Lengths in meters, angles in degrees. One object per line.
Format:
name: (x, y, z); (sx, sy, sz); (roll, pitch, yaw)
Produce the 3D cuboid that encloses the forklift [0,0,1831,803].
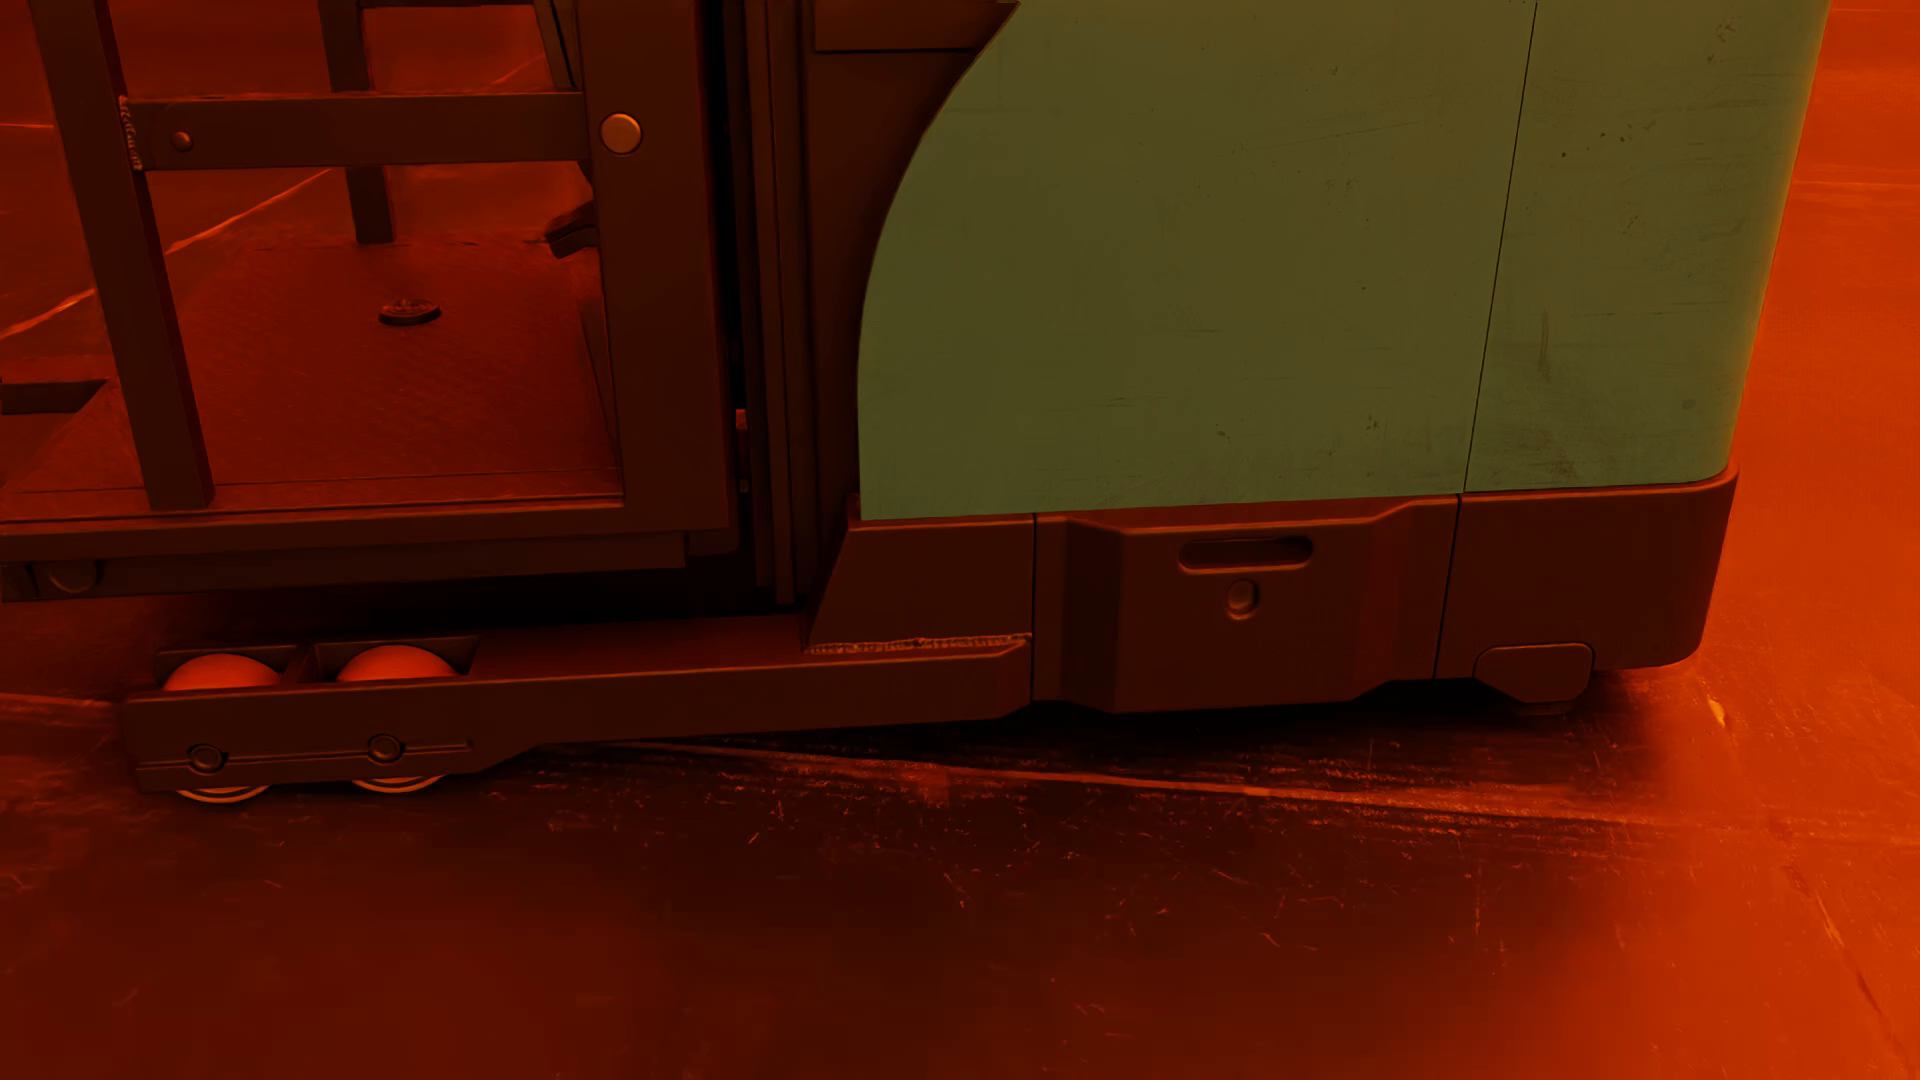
forklift: (-0.614, -1.260, 1.742); (3.031, 2.935, 1.130); (-3, 27, -5)
